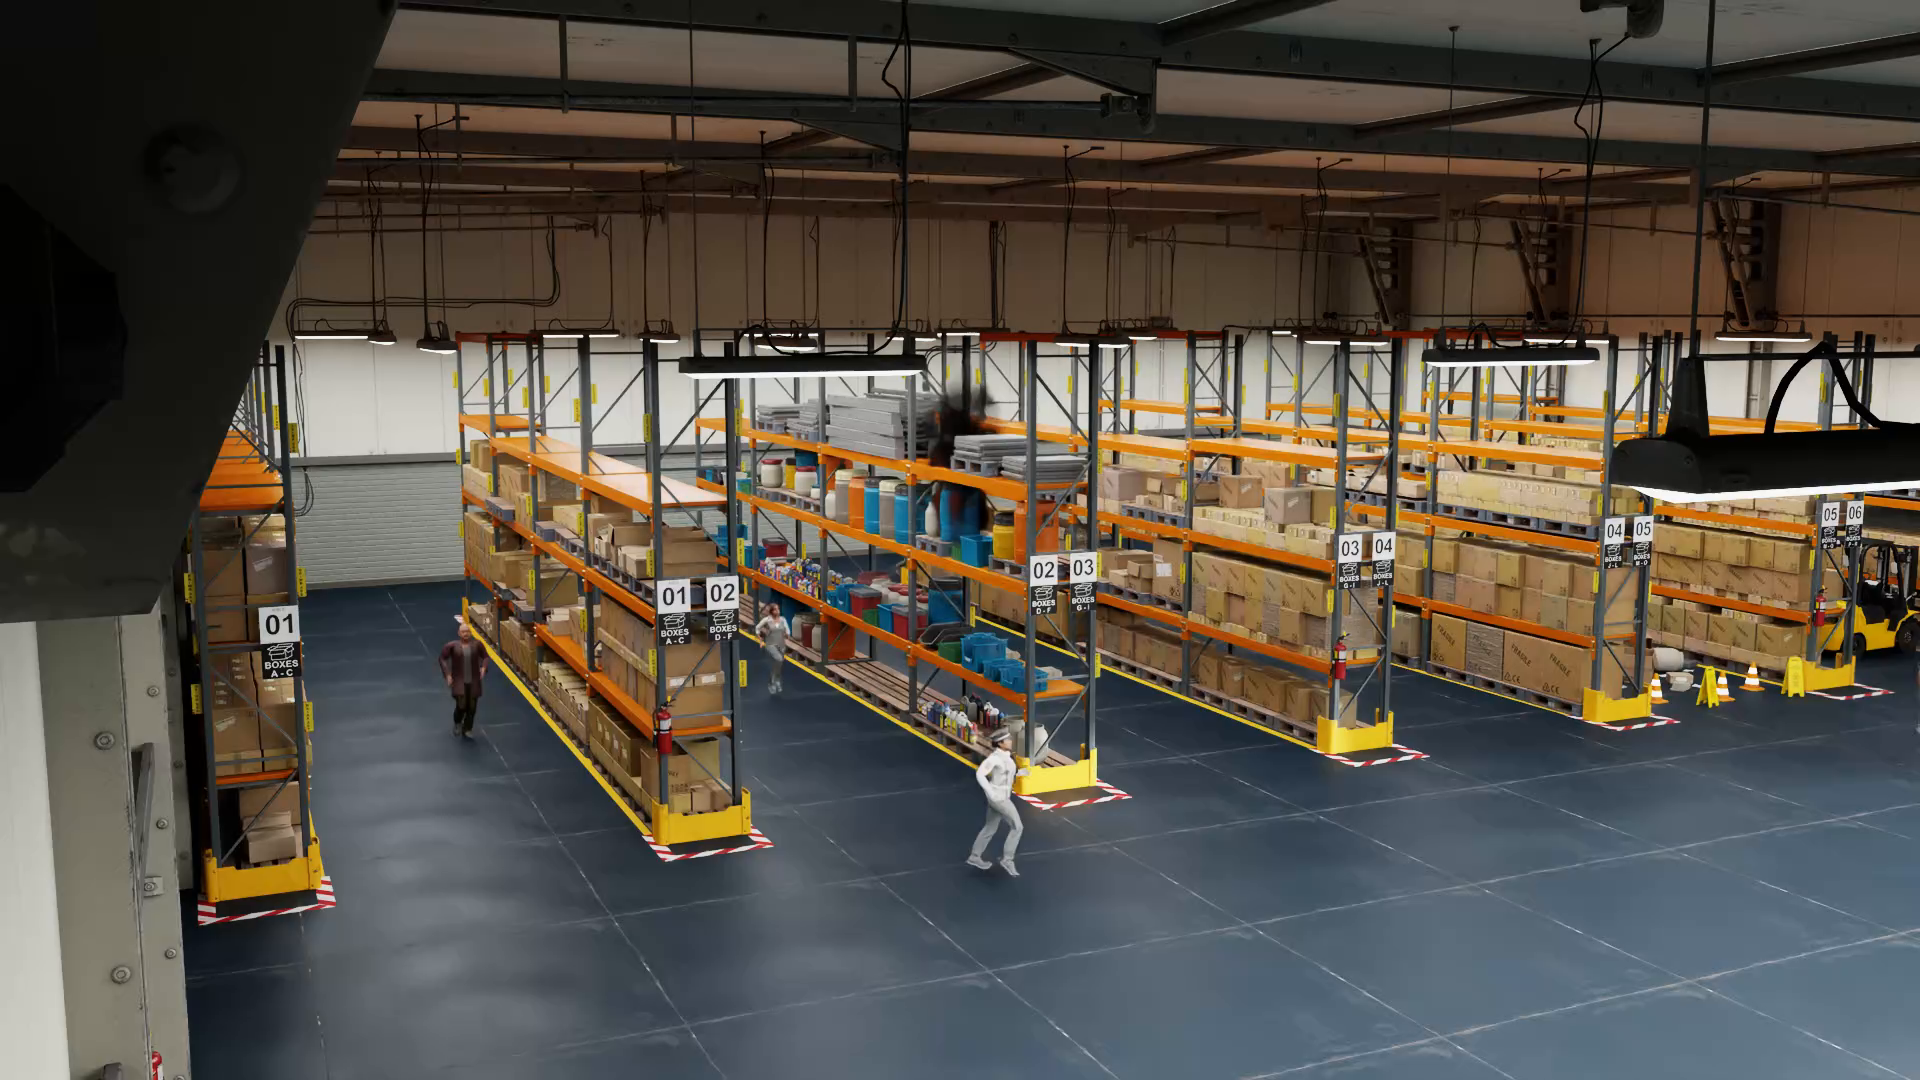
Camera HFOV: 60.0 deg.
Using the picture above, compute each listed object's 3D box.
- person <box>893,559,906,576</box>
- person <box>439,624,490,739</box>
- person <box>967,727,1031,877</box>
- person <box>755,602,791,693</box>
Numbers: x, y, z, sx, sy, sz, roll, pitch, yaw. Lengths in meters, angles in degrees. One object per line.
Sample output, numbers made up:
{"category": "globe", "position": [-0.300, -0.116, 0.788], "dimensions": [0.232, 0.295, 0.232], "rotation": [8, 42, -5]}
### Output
{"category": "person", "position": [-1.223, 0.155, 39.972], "dimensions": [0.692, 1.648, 0.616], "rotation": [-2, 8, -18]}
{"category": "person", "position": [-7.378, 2.144, 24.895], "dimensions": [0.722, 1.701, 0.628], "rotation": [-4, 9, -28]}
{"category": "person", "position": [0.455, 2.973, 18.919], "dimensions": [0.711, 1.757, 0.578], "rotation": [0, 8, 3]}
{"category": "person", "position": [-3.066, 1.803, 27.421], "dimensions": [0.467, 1.565, 0.805], "rotation": [-5, 9, -31]}
